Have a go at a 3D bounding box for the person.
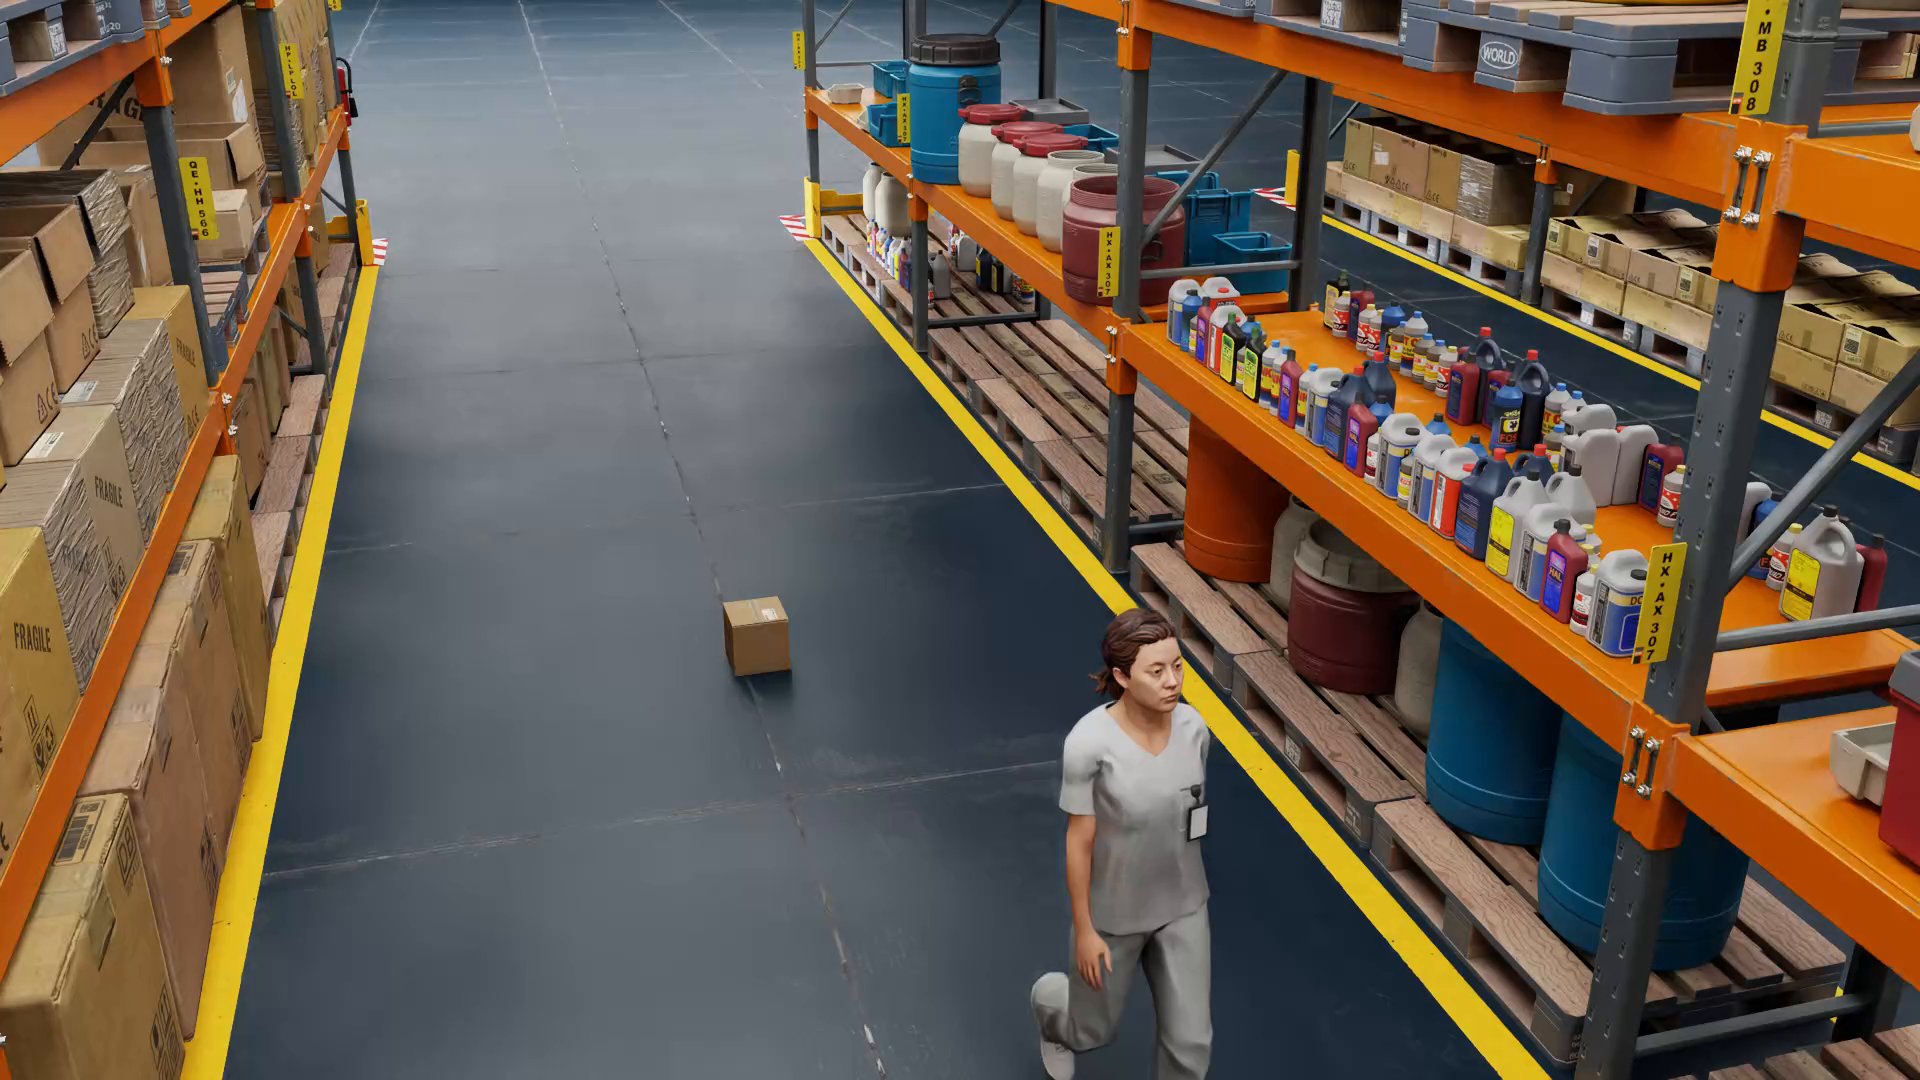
[{"bbox_3d":[0.448,0.937,4.379,0.436,1.641,0.856,-8,24,-17],"label":"person"}]
